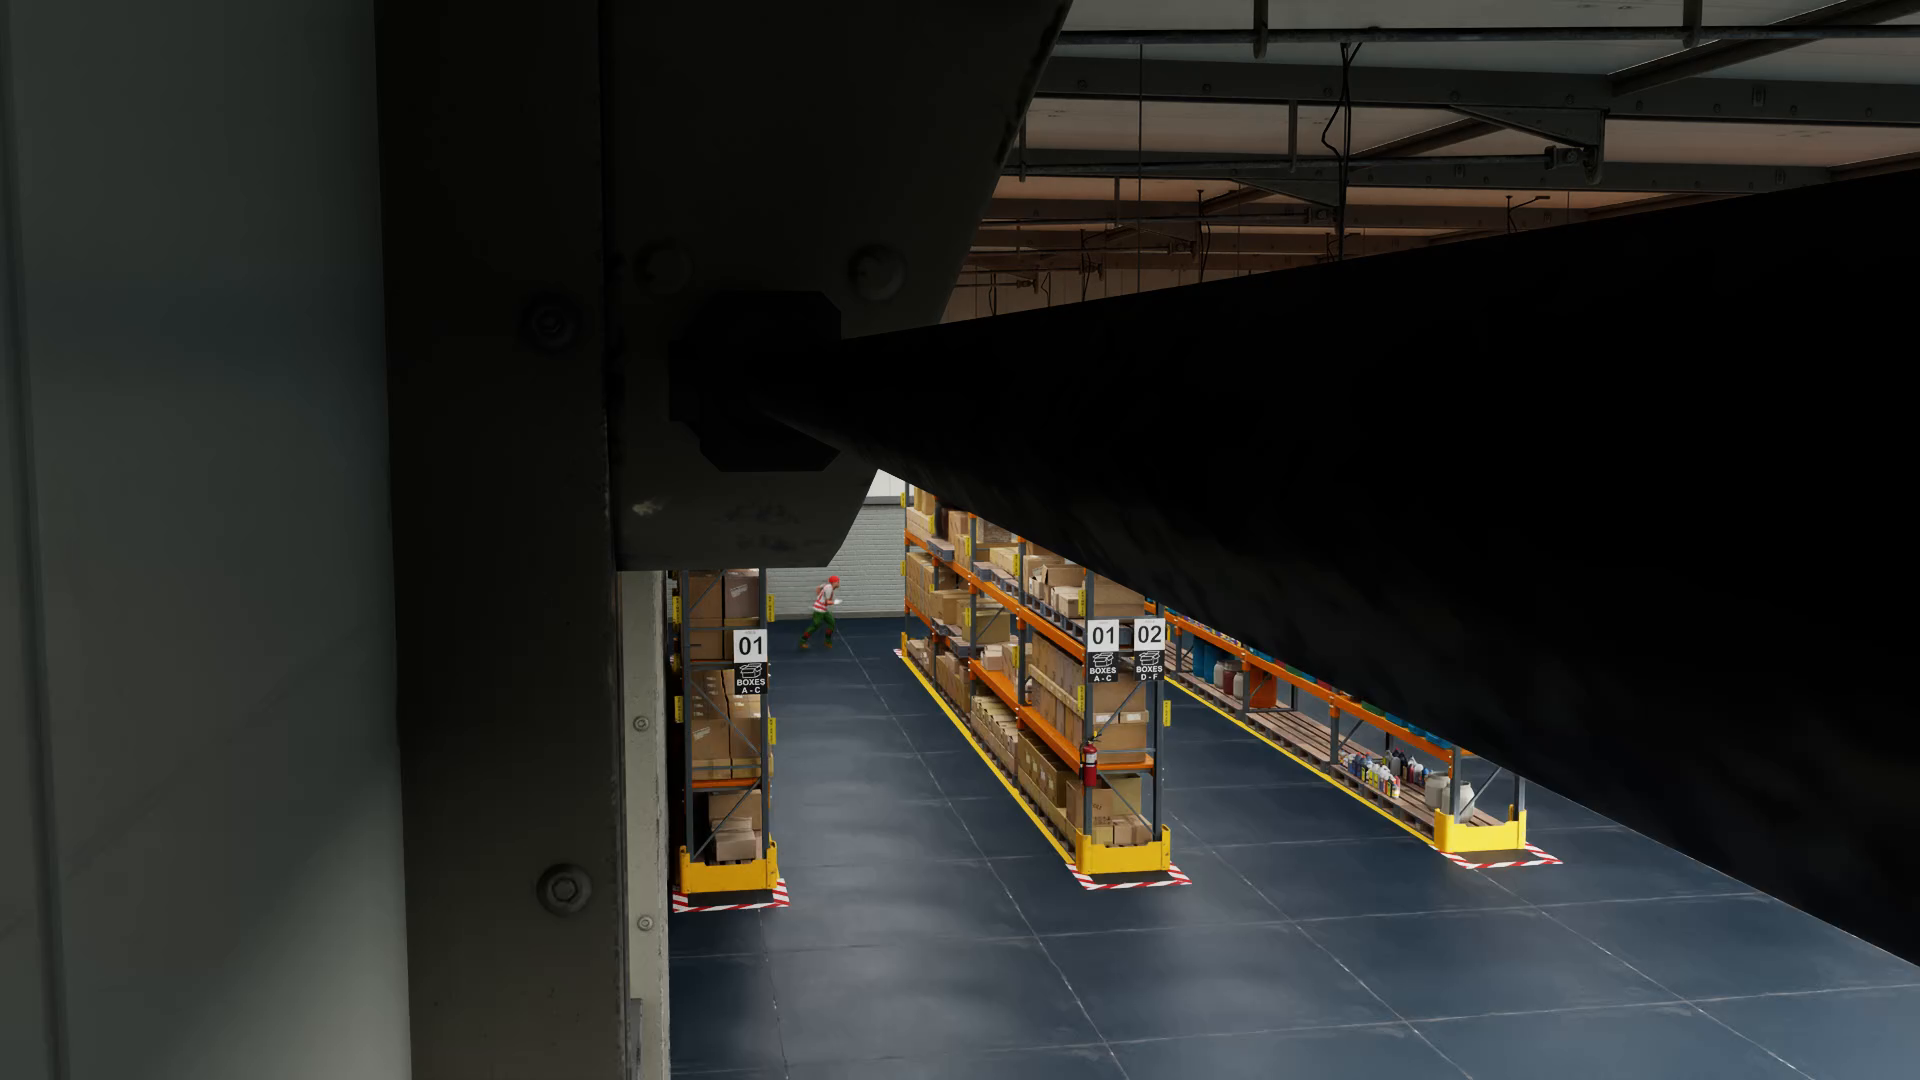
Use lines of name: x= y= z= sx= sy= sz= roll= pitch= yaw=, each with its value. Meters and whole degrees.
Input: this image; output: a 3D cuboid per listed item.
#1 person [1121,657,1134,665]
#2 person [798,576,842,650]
person: x=3.105 y=2.540 z=29.587 sx=0.574 sy=1.435 sz=0.942 roll=0 pitch=6 yaw=2
person: x=-3.152 y=1.655 z=37.280 sx=1.004 sy=1.722 sz=0.712 roll=-1 pitch=6 yaw=-9
